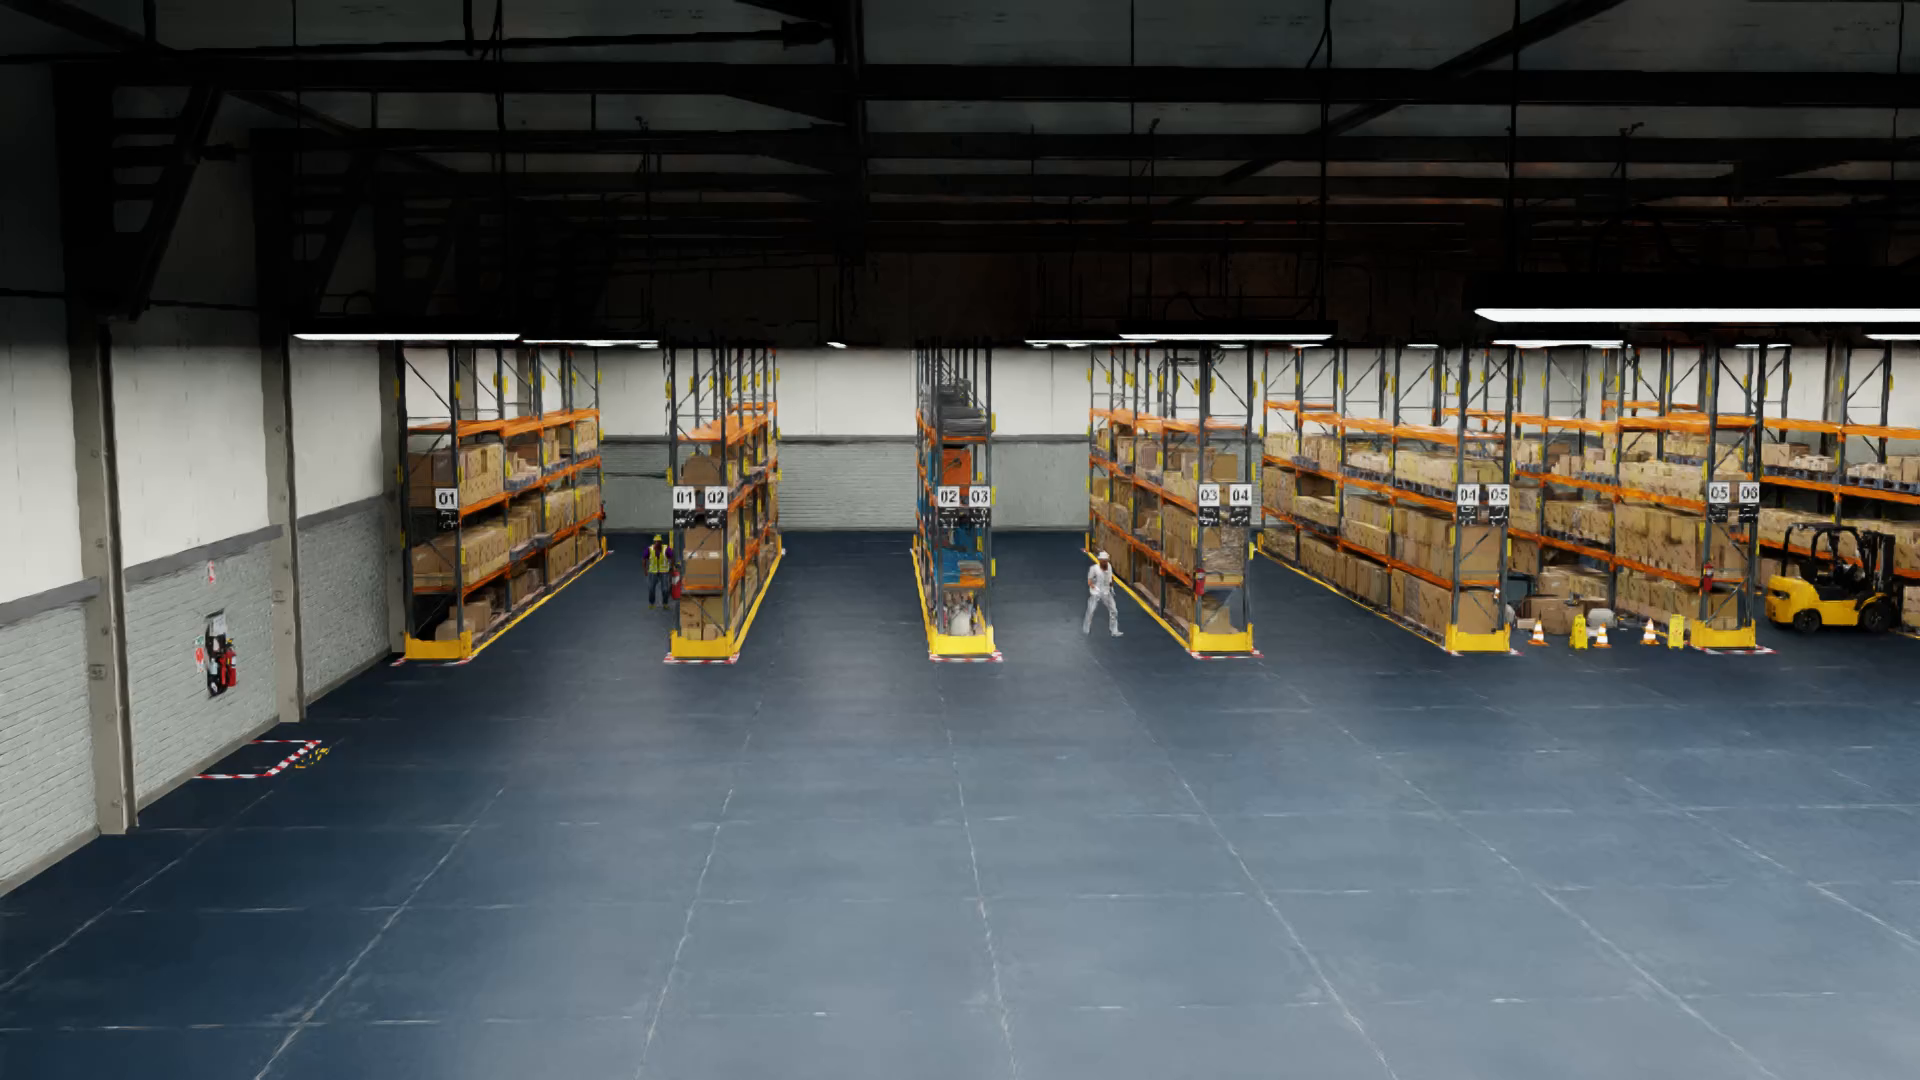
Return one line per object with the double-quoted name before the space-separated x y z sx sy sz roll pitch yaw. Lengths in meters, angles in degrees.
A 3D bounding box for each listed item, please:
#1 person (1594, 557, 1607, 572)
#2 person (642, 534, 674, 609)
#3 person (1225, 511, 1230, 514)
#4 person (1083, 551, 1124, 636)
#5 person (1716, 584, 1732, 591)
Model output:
"person" 16.013 0.216 41.419 0.395 1.601 0.469 -4 8 -34
"person" -6.679 0.699 36.840 0.719 1.714 0.578 -1 7 -5
"person" 7.659 -0.578 47.849 0.589 1.697 1.176 0 7 -4
"person" 2.839 1.063 33.492 0.701 1.717 0.846 -2 7 -19
"person" 17.157 0.629 37.488 0.543 1.664 0.574 3 7 26
